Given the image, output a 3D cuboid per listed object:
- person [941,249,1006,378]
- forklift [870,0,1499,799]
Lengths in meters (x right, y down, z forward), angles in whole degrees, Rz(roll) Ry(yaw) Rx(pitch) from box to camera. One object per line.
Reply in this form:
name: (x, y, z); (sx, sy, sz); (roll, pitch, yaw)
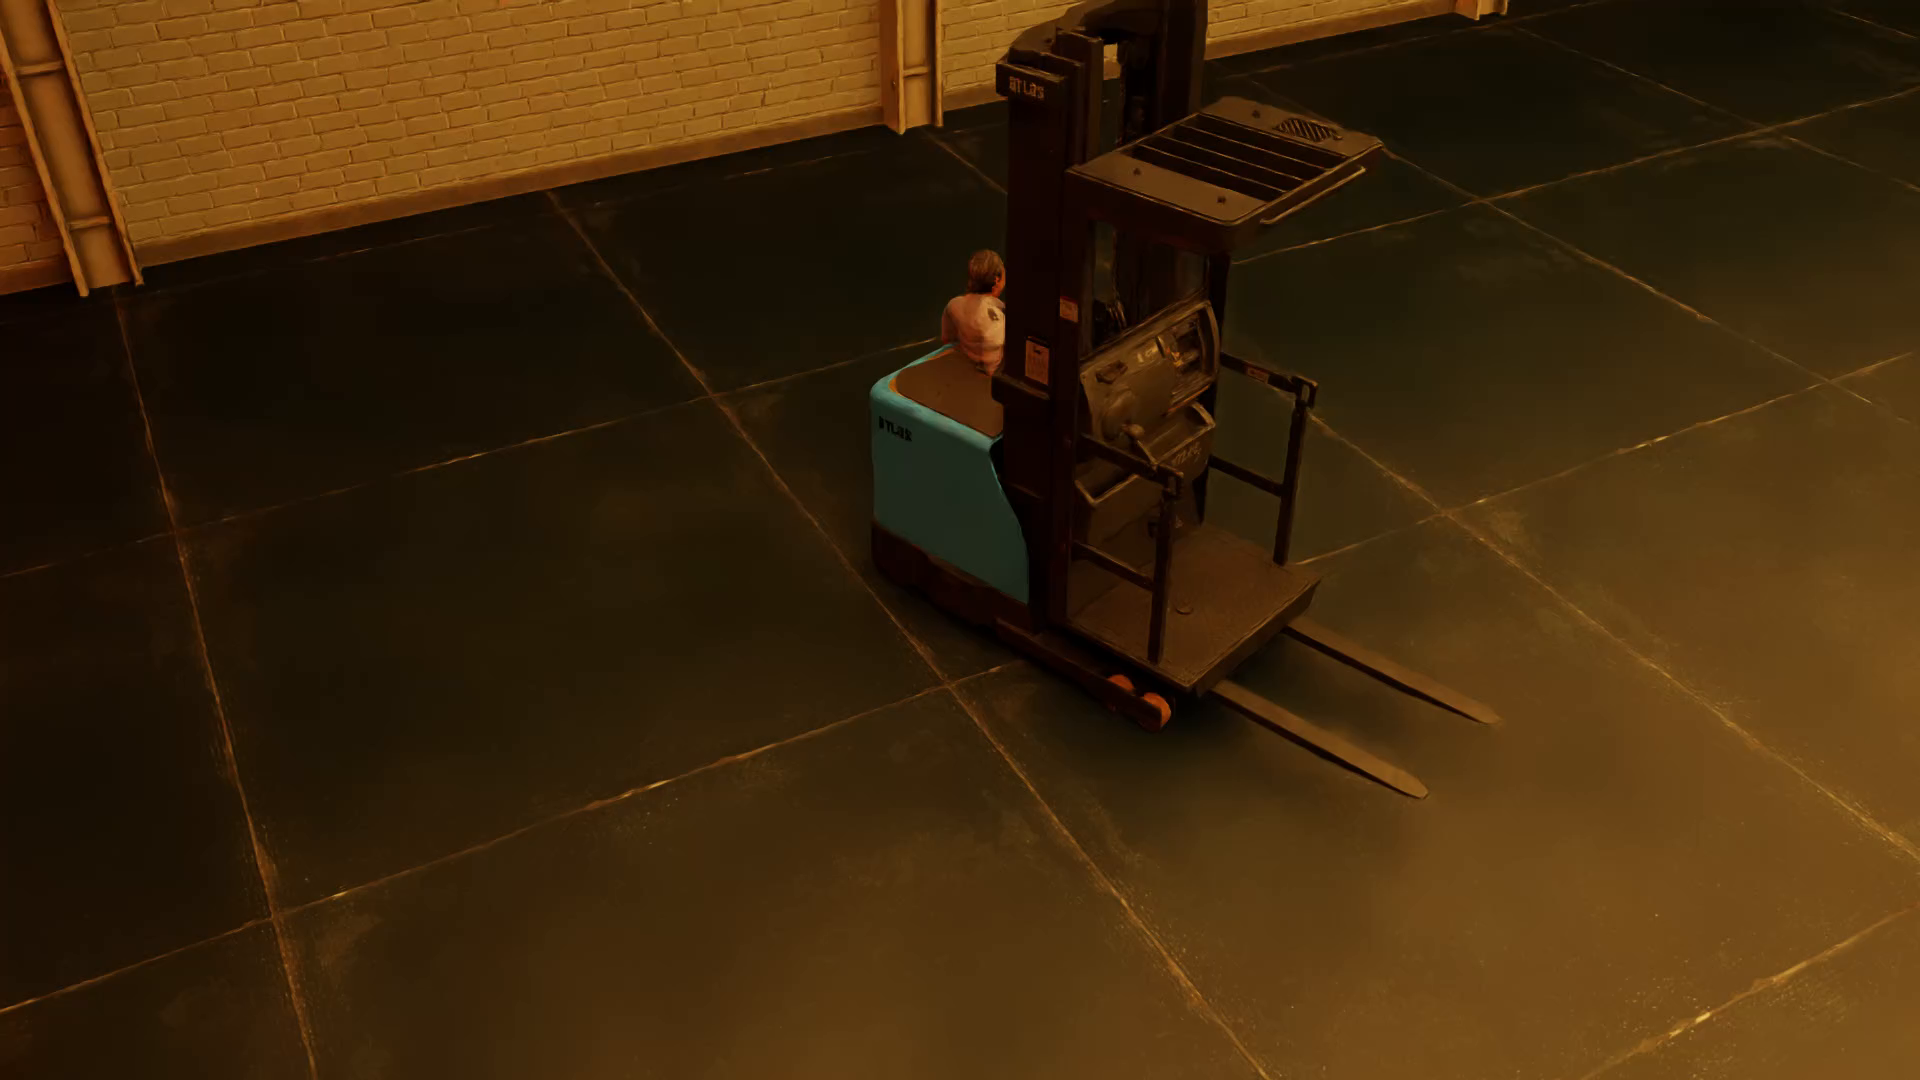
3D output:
person: (0.211, -0.696, 8.255); (0.490, 1.598, 0.671); (-18, 39, -24)
forklift: (0.988, -0.689, 7.098); (3.031, 2.935, 1.130); (28, 44, 33)
